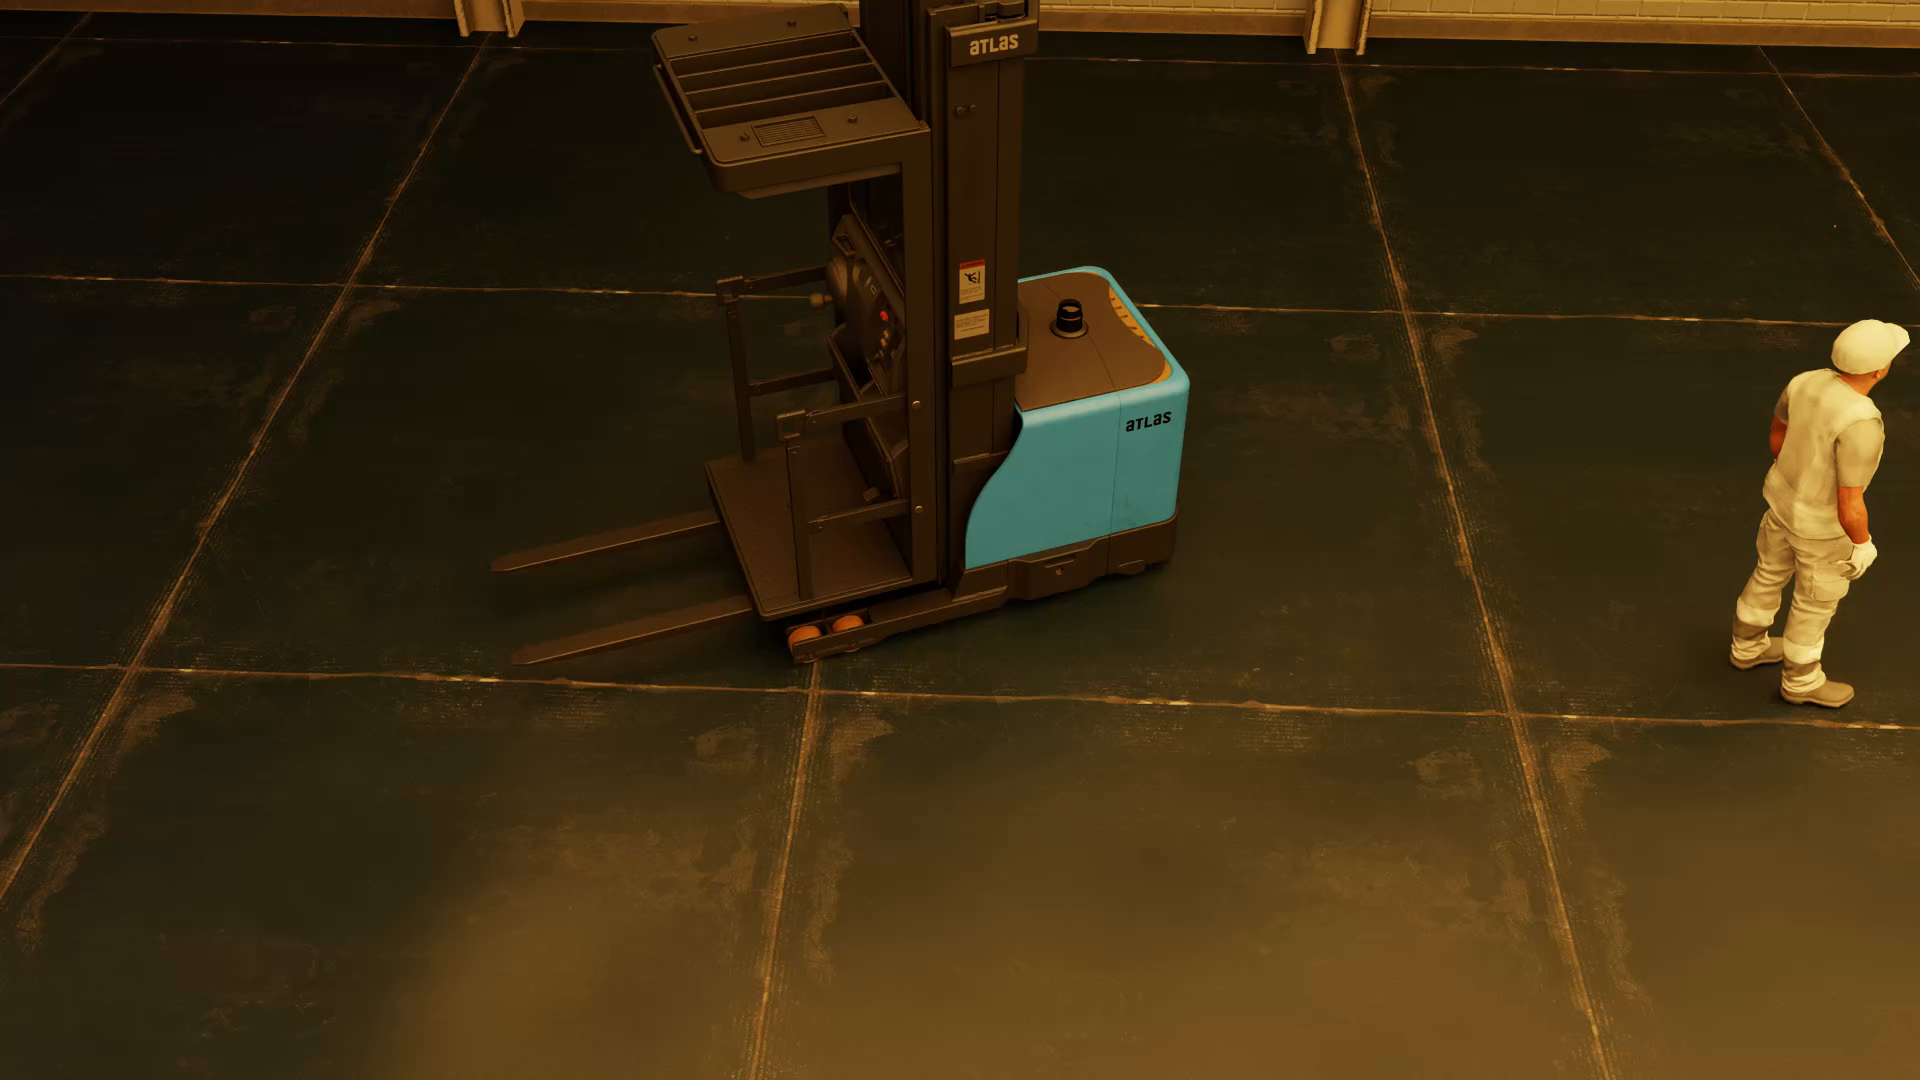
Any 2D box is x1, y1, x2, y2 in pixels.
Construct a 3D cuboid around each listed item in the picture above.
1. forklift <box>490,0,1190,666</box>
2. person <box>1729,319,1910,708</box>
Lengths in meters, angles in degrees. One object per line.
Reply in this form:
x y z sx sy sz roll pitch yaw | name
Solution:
-0.573 -0.945 6.778 3.031 2.935 1.130 -13 44 -14 | forklift
3.515 -0.121 6.711 0.565 1.786 0.637 -6 43 -7 | person
